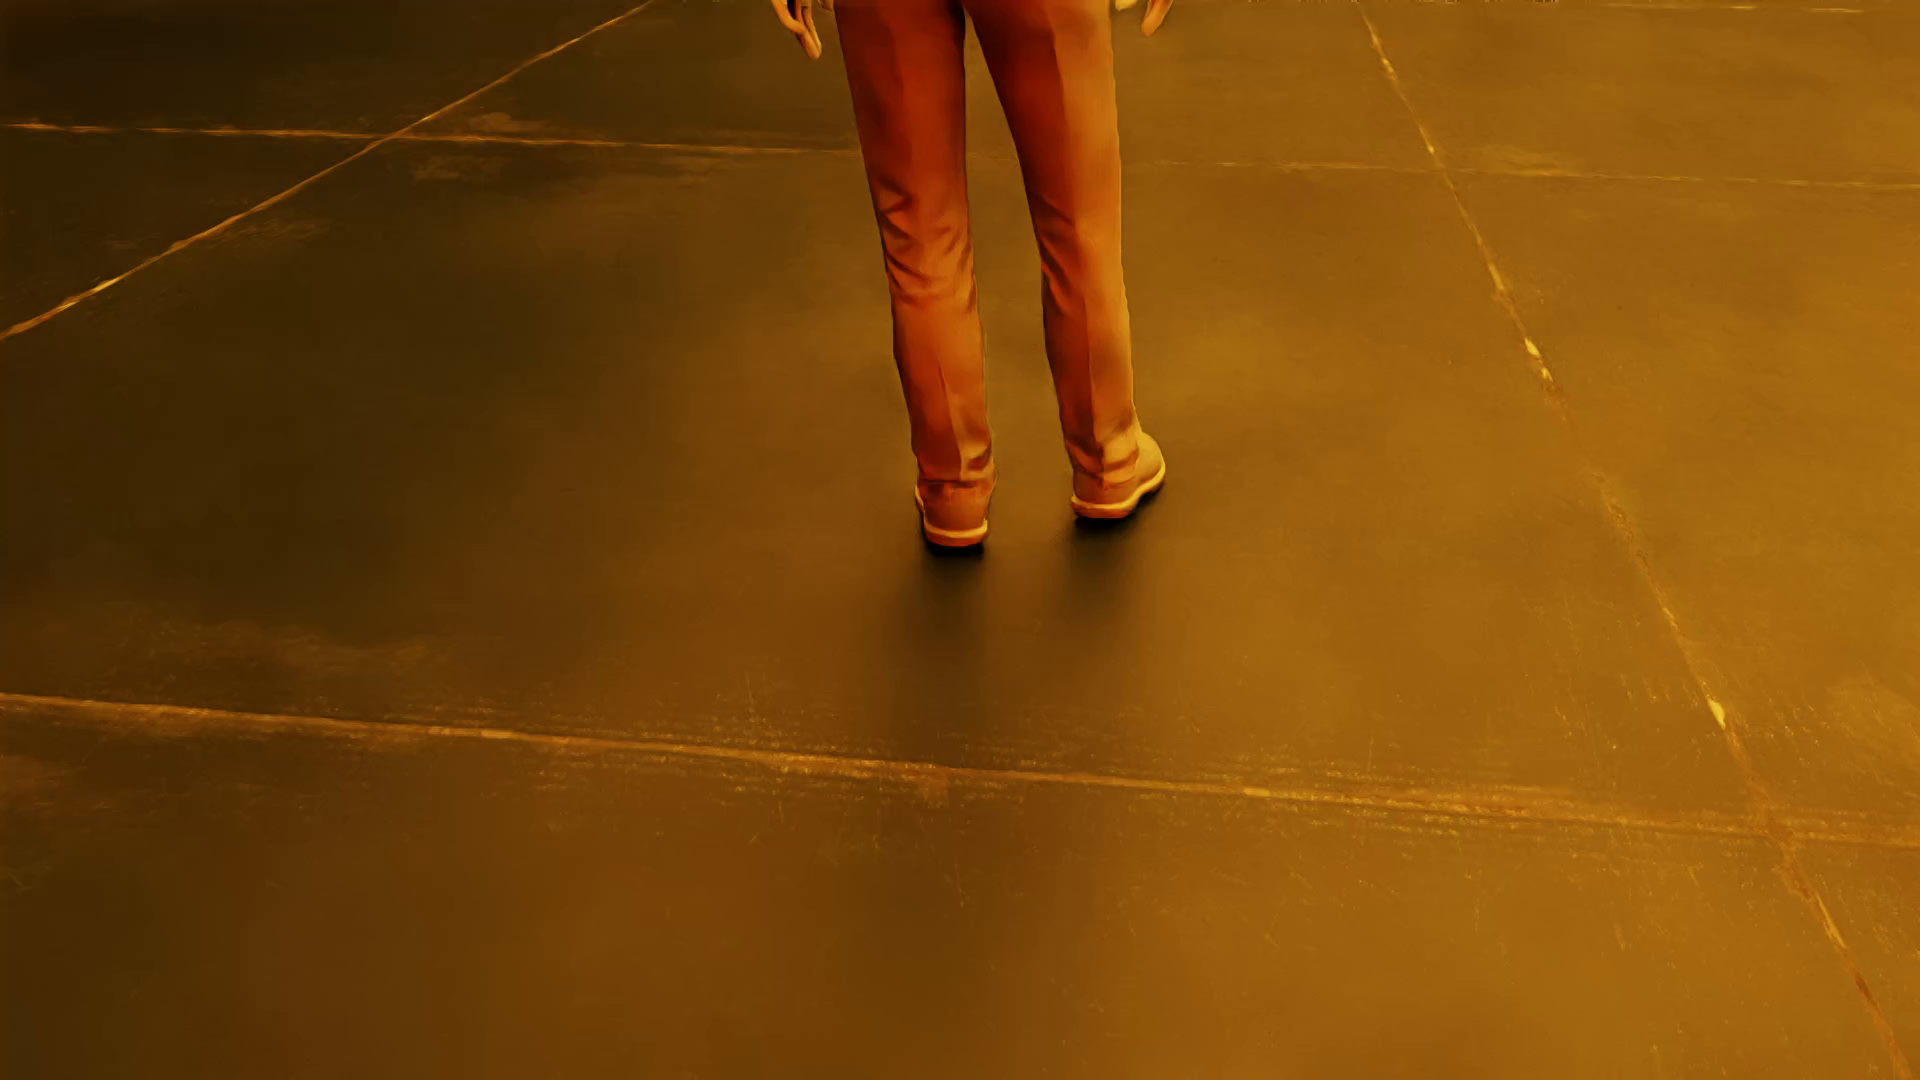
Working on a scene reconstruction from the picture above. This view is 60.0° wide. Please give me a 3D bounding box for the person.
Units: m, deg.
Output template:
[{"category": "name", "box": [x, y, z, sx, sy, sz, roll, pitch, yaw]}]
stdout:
[{"category": "person", "box": [0.016, -0.794, 2.178, 0.586, 1.695, 0.532, 3, 27, 7]}]
